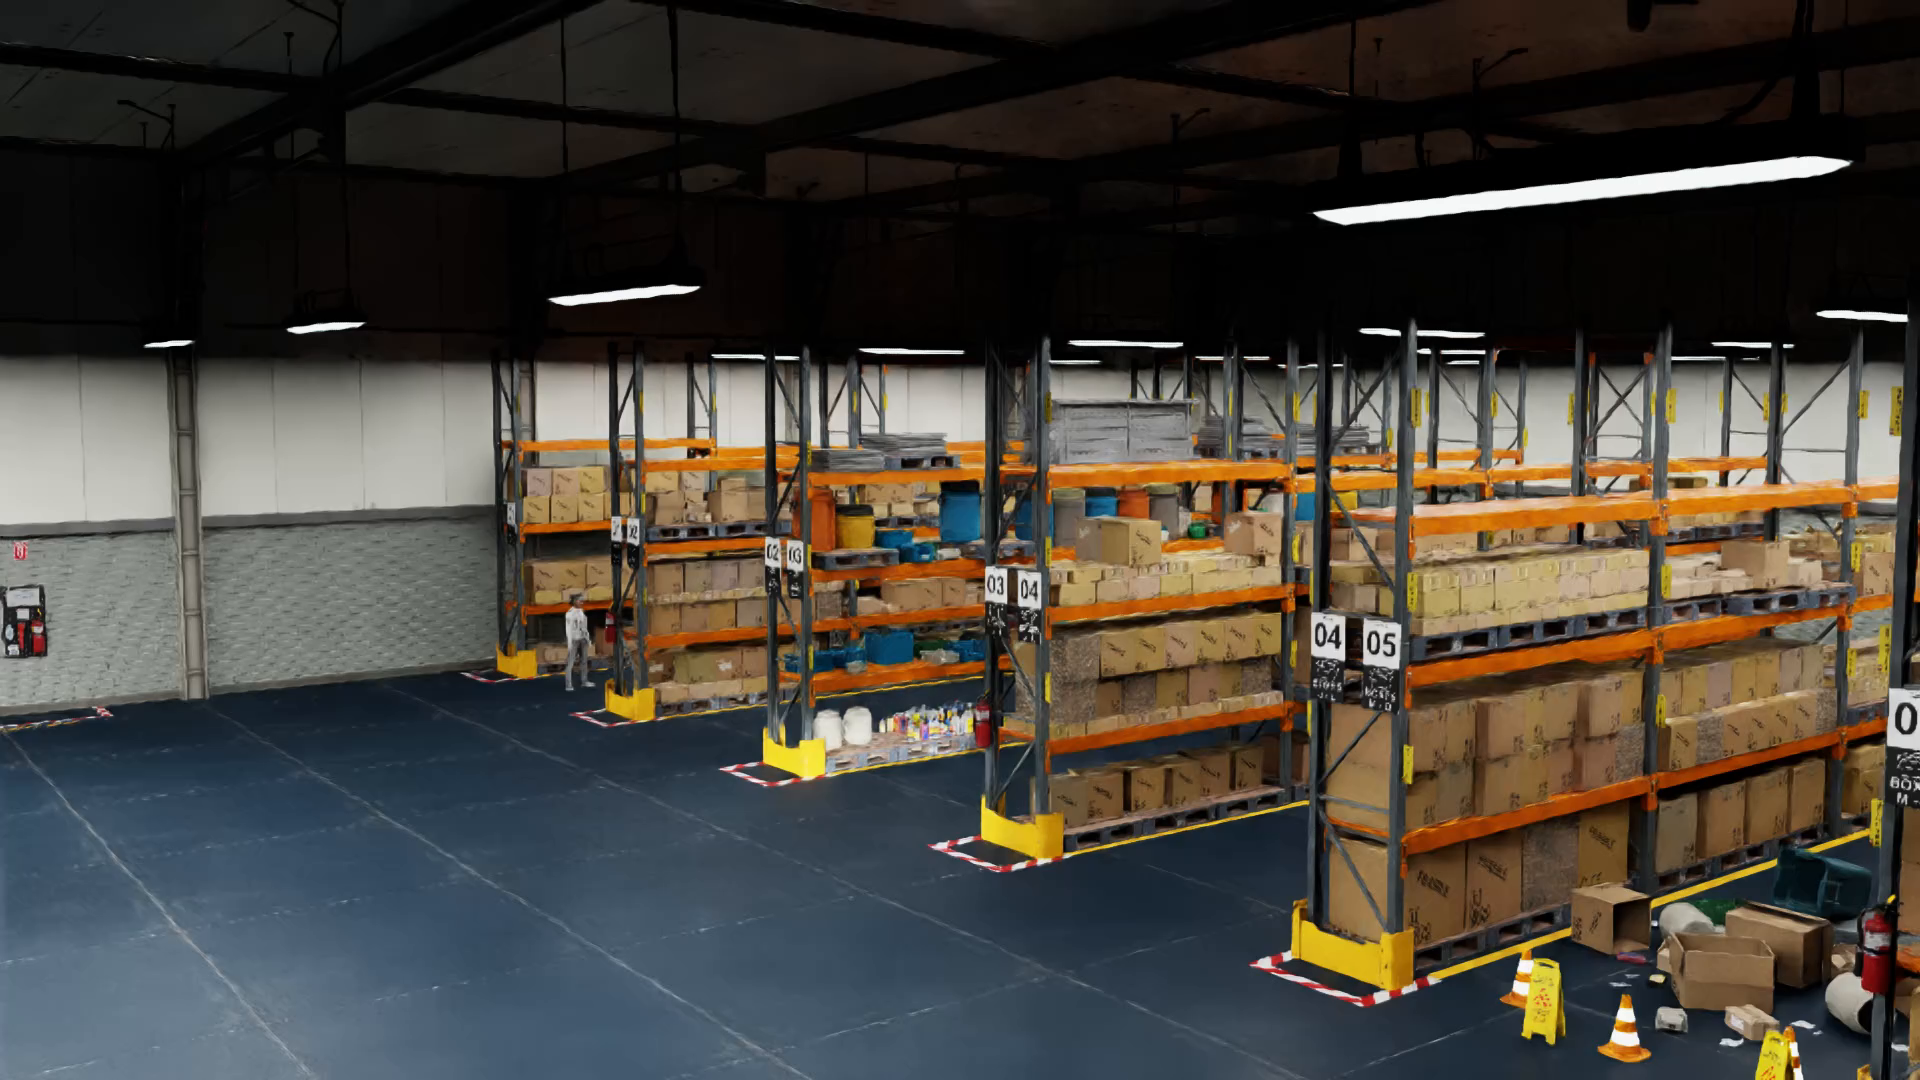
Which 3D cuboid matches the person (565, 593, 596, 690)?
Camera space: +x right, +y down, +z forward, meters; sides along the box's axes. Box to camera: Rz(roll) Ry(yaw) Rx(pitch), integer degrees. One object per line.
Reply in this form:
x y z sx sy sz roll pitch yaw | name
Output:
-6.661 1.761 29.068 0.431 1.684 0.555 2 5 24 | person
